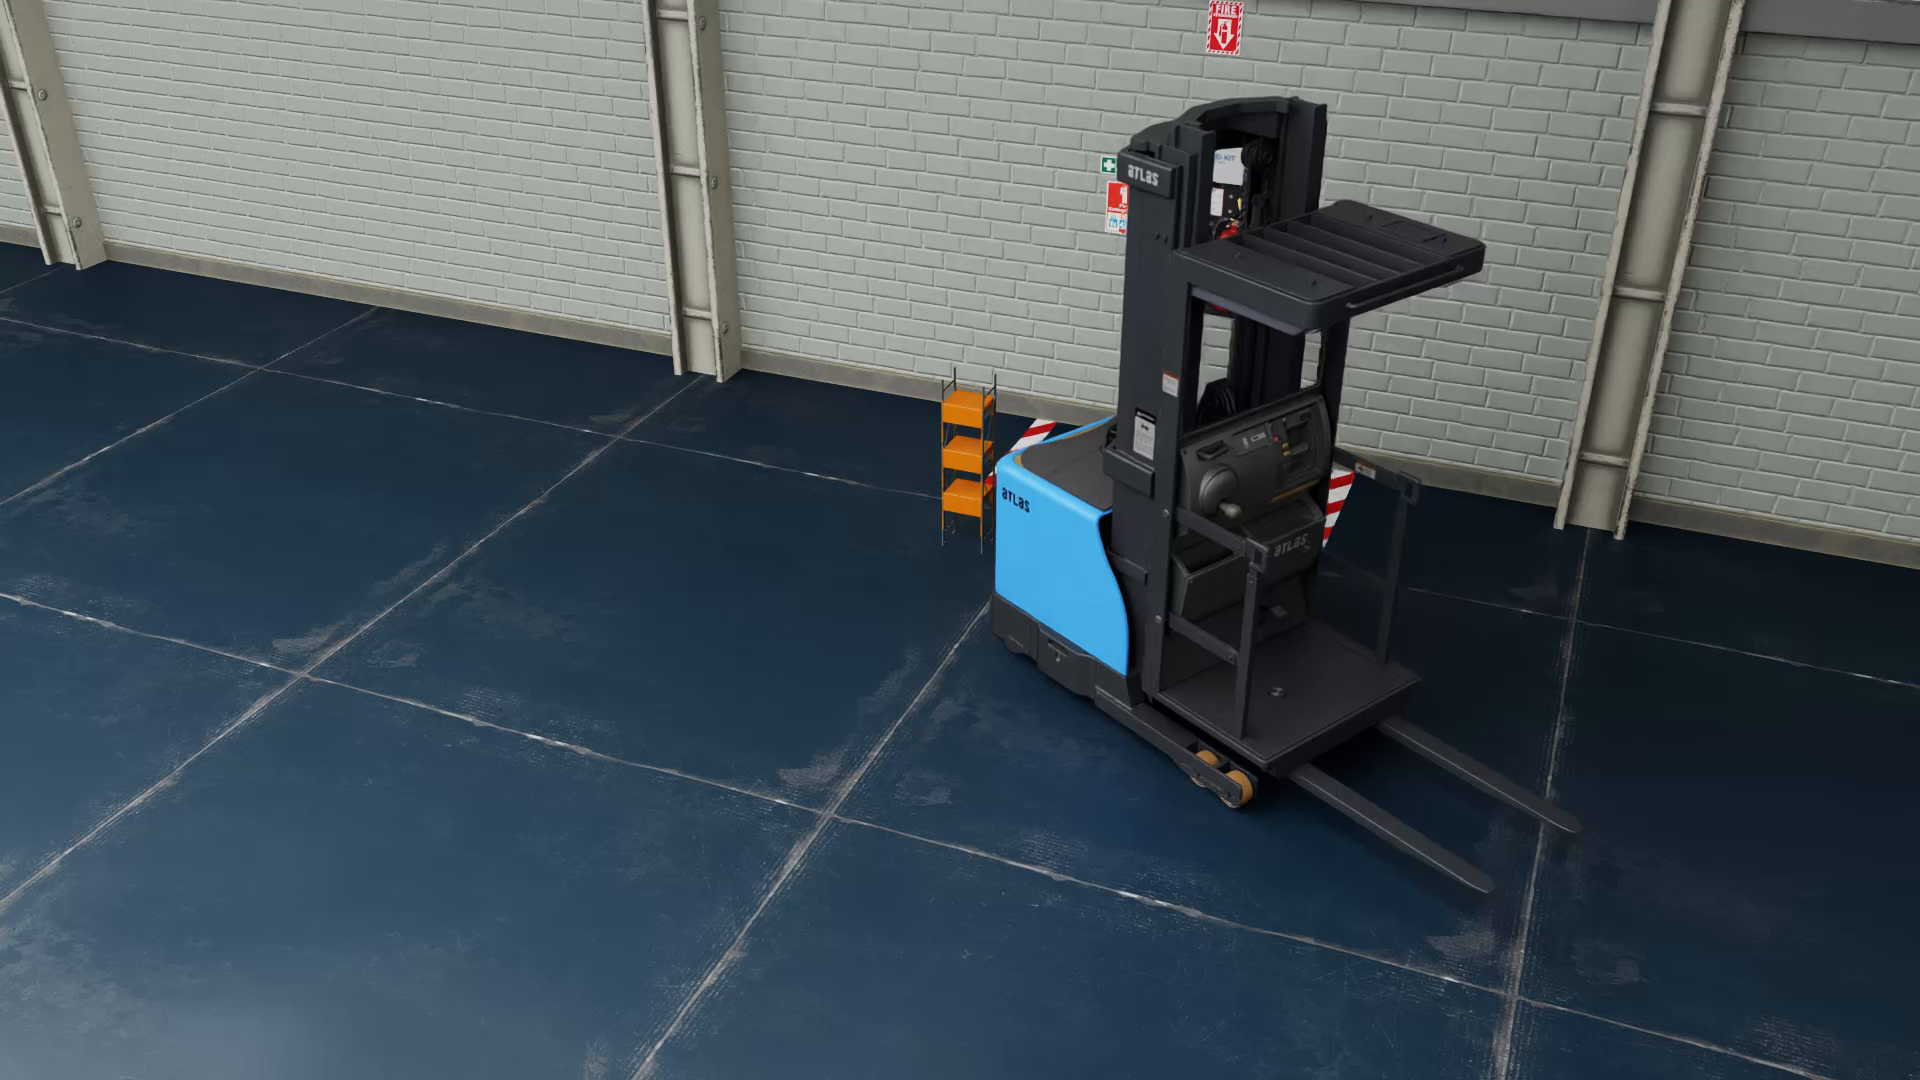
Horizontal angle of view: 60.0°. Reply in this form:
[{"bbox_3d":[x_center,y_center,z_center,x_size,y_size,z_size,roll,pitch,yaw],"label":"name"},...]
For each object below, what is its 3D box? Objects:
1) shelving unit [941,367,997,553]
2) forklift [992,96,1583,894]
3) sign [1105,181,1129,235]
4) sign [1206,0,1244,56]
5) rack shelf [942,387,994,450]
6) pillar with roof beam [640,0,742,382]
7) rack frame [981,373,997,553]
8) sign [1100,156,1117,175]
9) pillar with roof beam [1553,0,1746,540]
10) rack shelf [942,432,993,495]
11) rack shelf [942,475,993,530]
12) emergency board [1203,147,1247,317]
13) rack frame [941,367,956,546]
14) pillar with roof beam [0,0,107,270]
[{"bbox_3d":[0.050,-0.447,9.474,0.252,1.050,0.215,11,31,19],"label":"shelving unit"},{"bbox_3d":[1.473,-0.333,7.360,1.130,2.935,3.031,-21,36,-33],"label":"forklift"},{"bbox_3d":[1.016,-2.051,10.294,0.234,0.329,0.001,11,31,19],"label":"sign"},{"bbox_3d":[1.520,-2.942,9.551,0.199,0.298,0.001,11,31,19],"label":"sign"},{"bbox_3d":[0.050,-0.685,9.340,0.240,0.259,0.215,11,31,19],"label":"rack shelf"},{"bbox_3d":[-3.413,-3.170,6.214,0.400,9.000,9.100,11,31,19],"label":"pillar with roof beam"},{"bbox_3d":[0.163,-0.425,9.434,0.008,1.050,0.200,11,31,19],"label":"rack frame"},{"bbox_3d":[1.017,-2.277,10.155,0.331,0.109,0.001,11,31,19],"label":"sign"},{"bbox_3d":[2.147,-2.060,4.250,0.400,9.000,9.100,11,31,19],"label":"pillar with roof beam"},{"bbox_3d":[0.050,-0.438,9.479,0.240,0.259,0.215,11,31,19],"label":"rack shelf"},{"bbox_3d":[0.050,-0.196,9.616,0.240,0.259,0.215,11,31,19],"label":"rack shelf"},{"bbox_3d":[1.490,-1.886,10.039,0.643,1.169,0.194,11,31,19],"label":"emergency board"},{"bbox_3d":[-0.063,-0.470,9.514,0.008,1.050,0.200,11,31,19],"label":"rack frame"},{"bbox_3d":[-8.973,-4.281,8.178,0.400,9.000,9.100,11,31,19],"label":"pillar with roof beam"}]
